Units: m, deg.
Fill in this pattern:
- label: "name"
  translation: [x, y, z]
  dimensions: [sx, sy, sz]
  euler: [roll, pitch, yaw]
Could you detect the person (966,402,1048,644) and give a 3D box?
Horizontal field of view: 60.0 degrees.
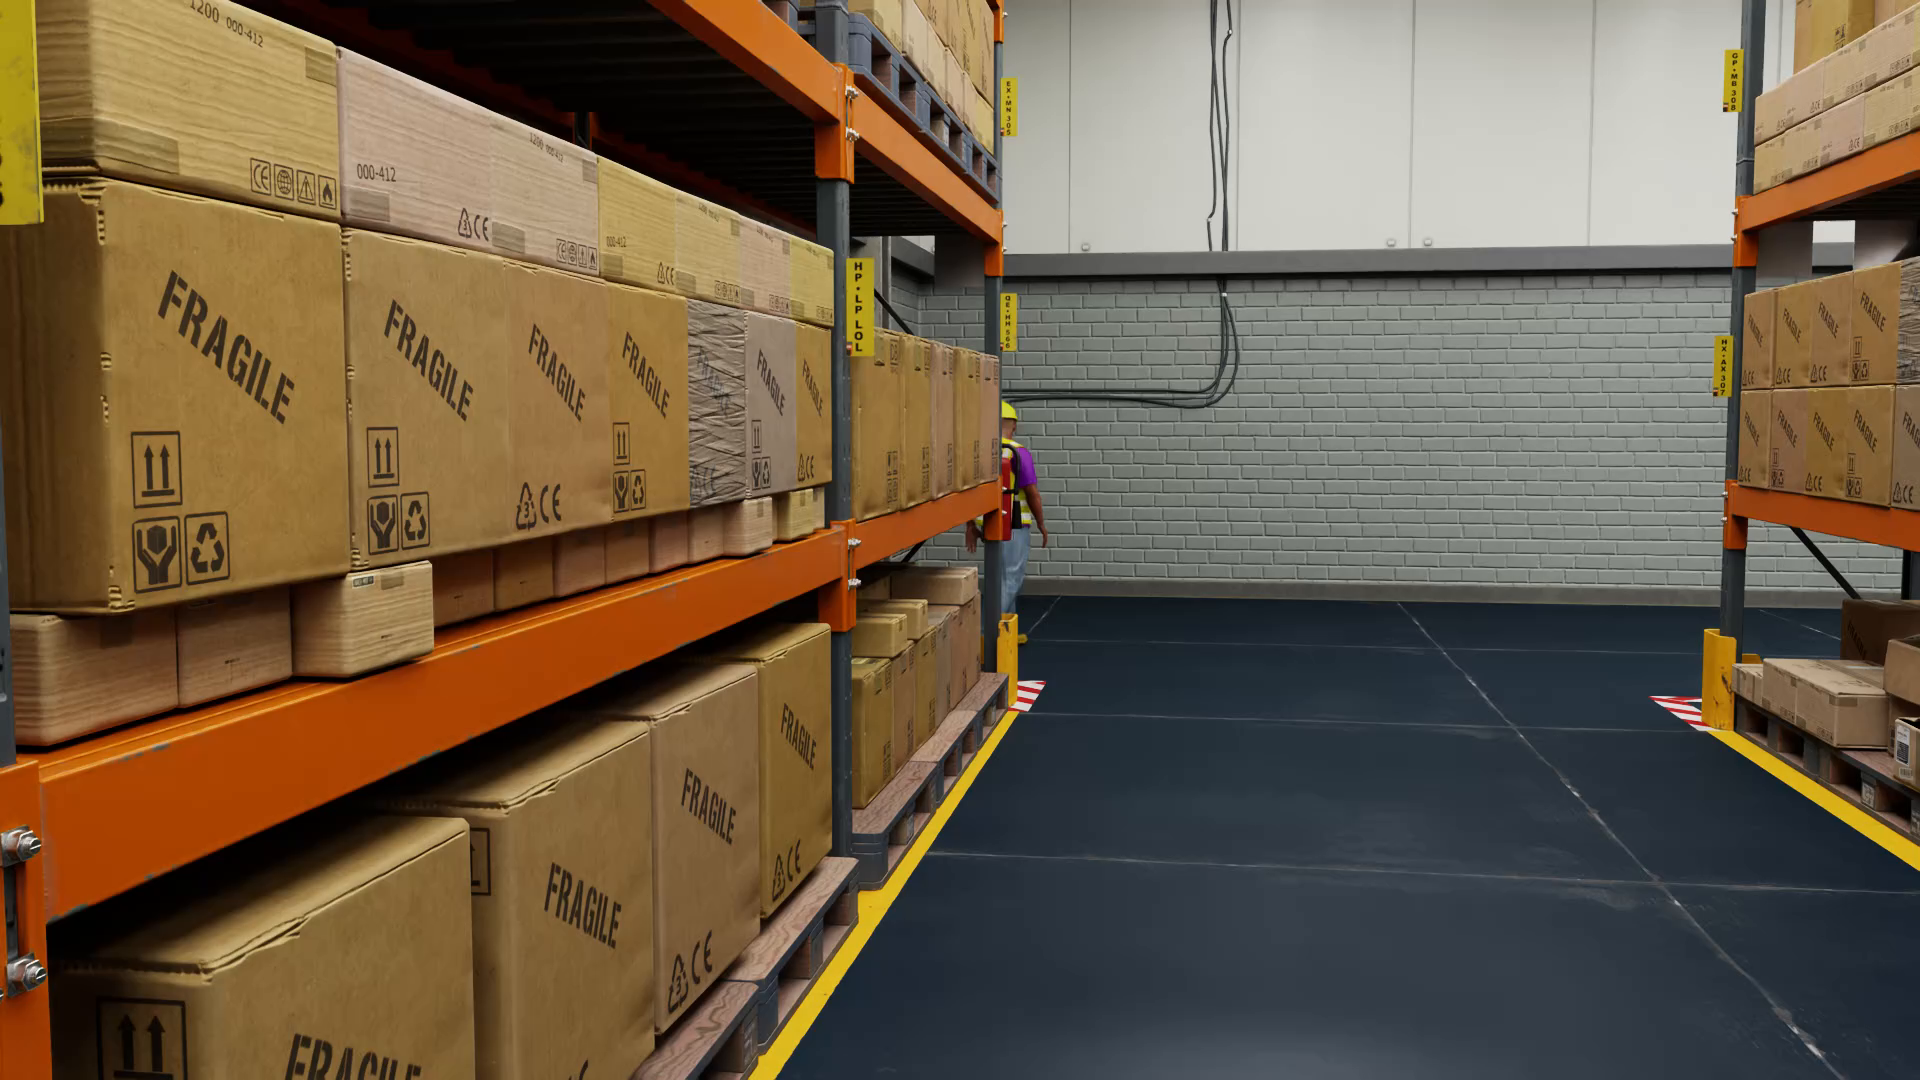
- label: "person"
  translation: [0.328, -0.093, 11.689]
  dimensions: [0.729, 1.749, 0.702]
  euler: [-4, 6, -39]
